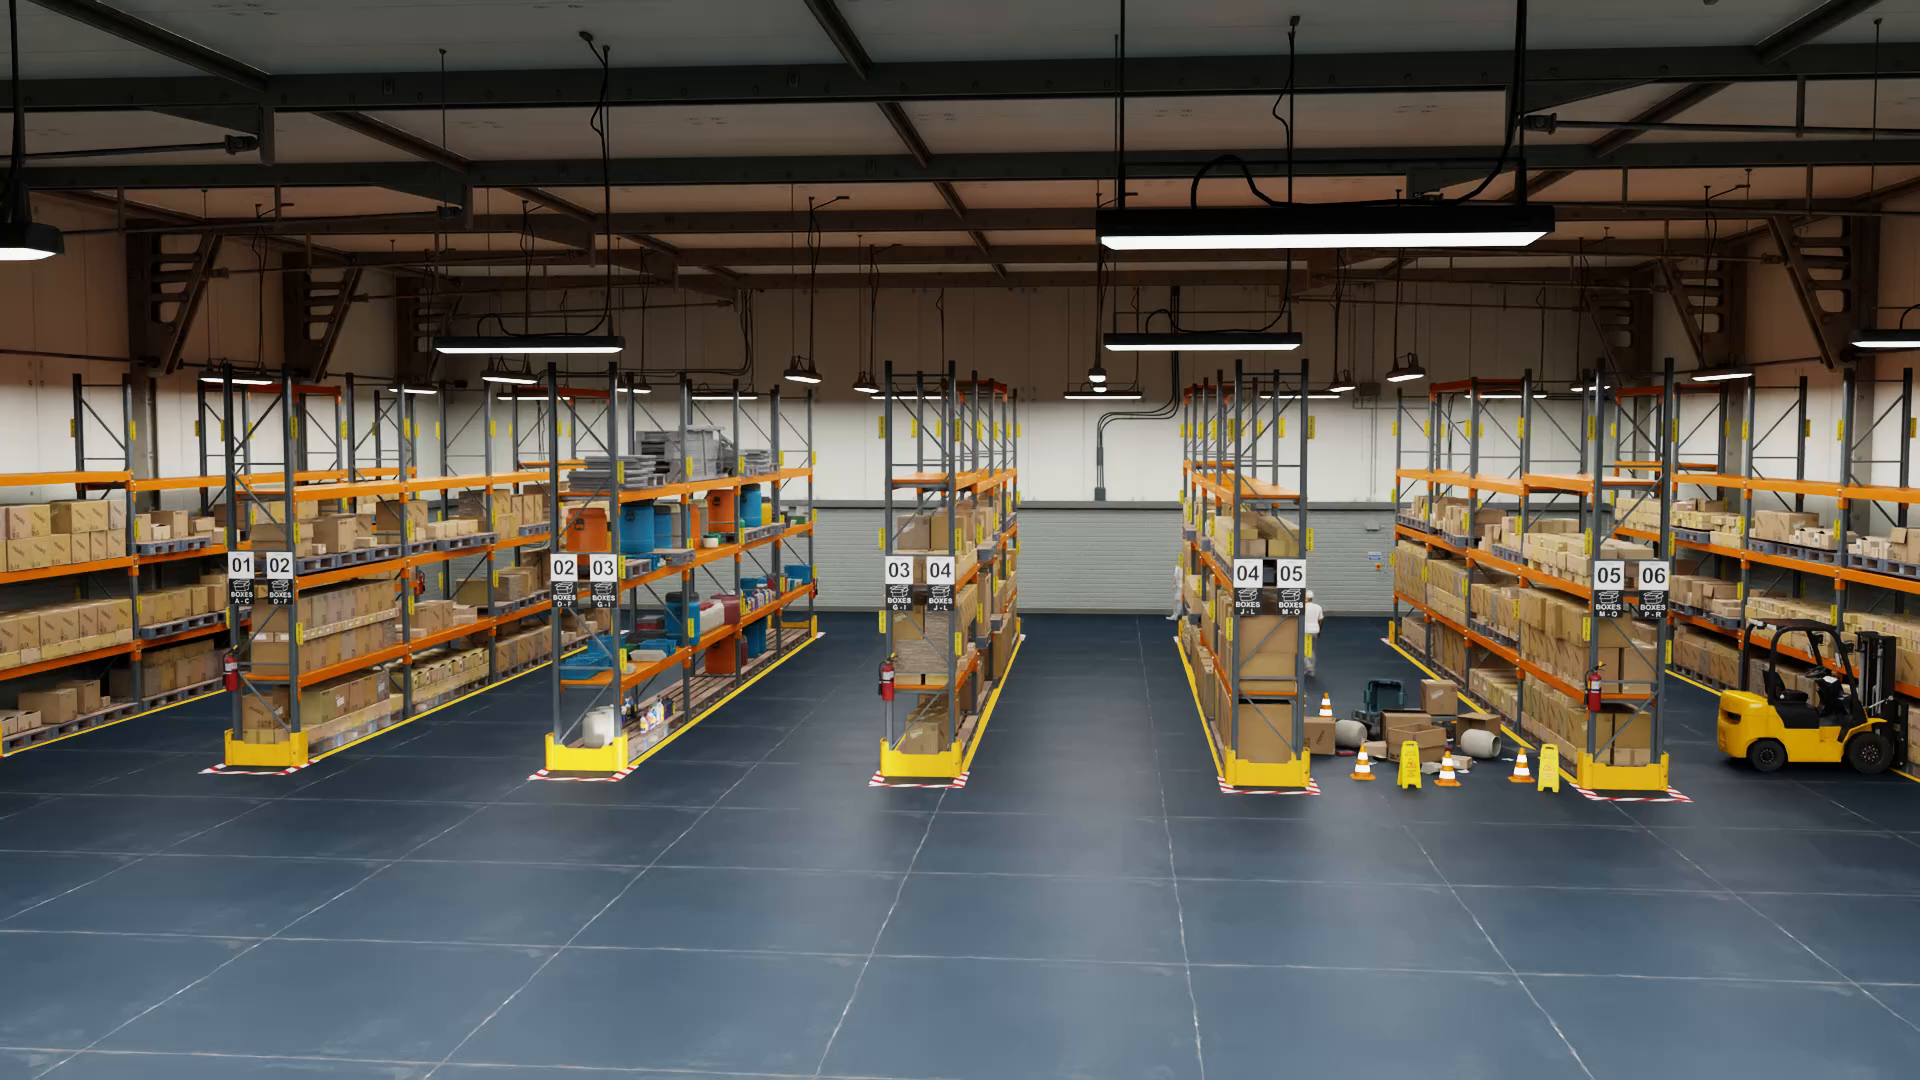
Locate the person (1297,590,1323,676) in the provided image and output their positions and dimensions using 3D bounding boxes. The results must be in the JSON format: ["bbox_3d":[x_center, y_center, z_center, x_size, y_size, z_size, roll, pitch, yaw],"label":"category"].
[{"bbox_3d":[7.128,1.910,33.941,0.649,1.741,0.649,-1,4,-19],"label":"person"}]

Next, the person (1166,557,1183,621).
[{"bbox_3d":[5.902,1.246,43.827,1.026,1.749,0.519,-1,4,-8],"label":"person"}]
